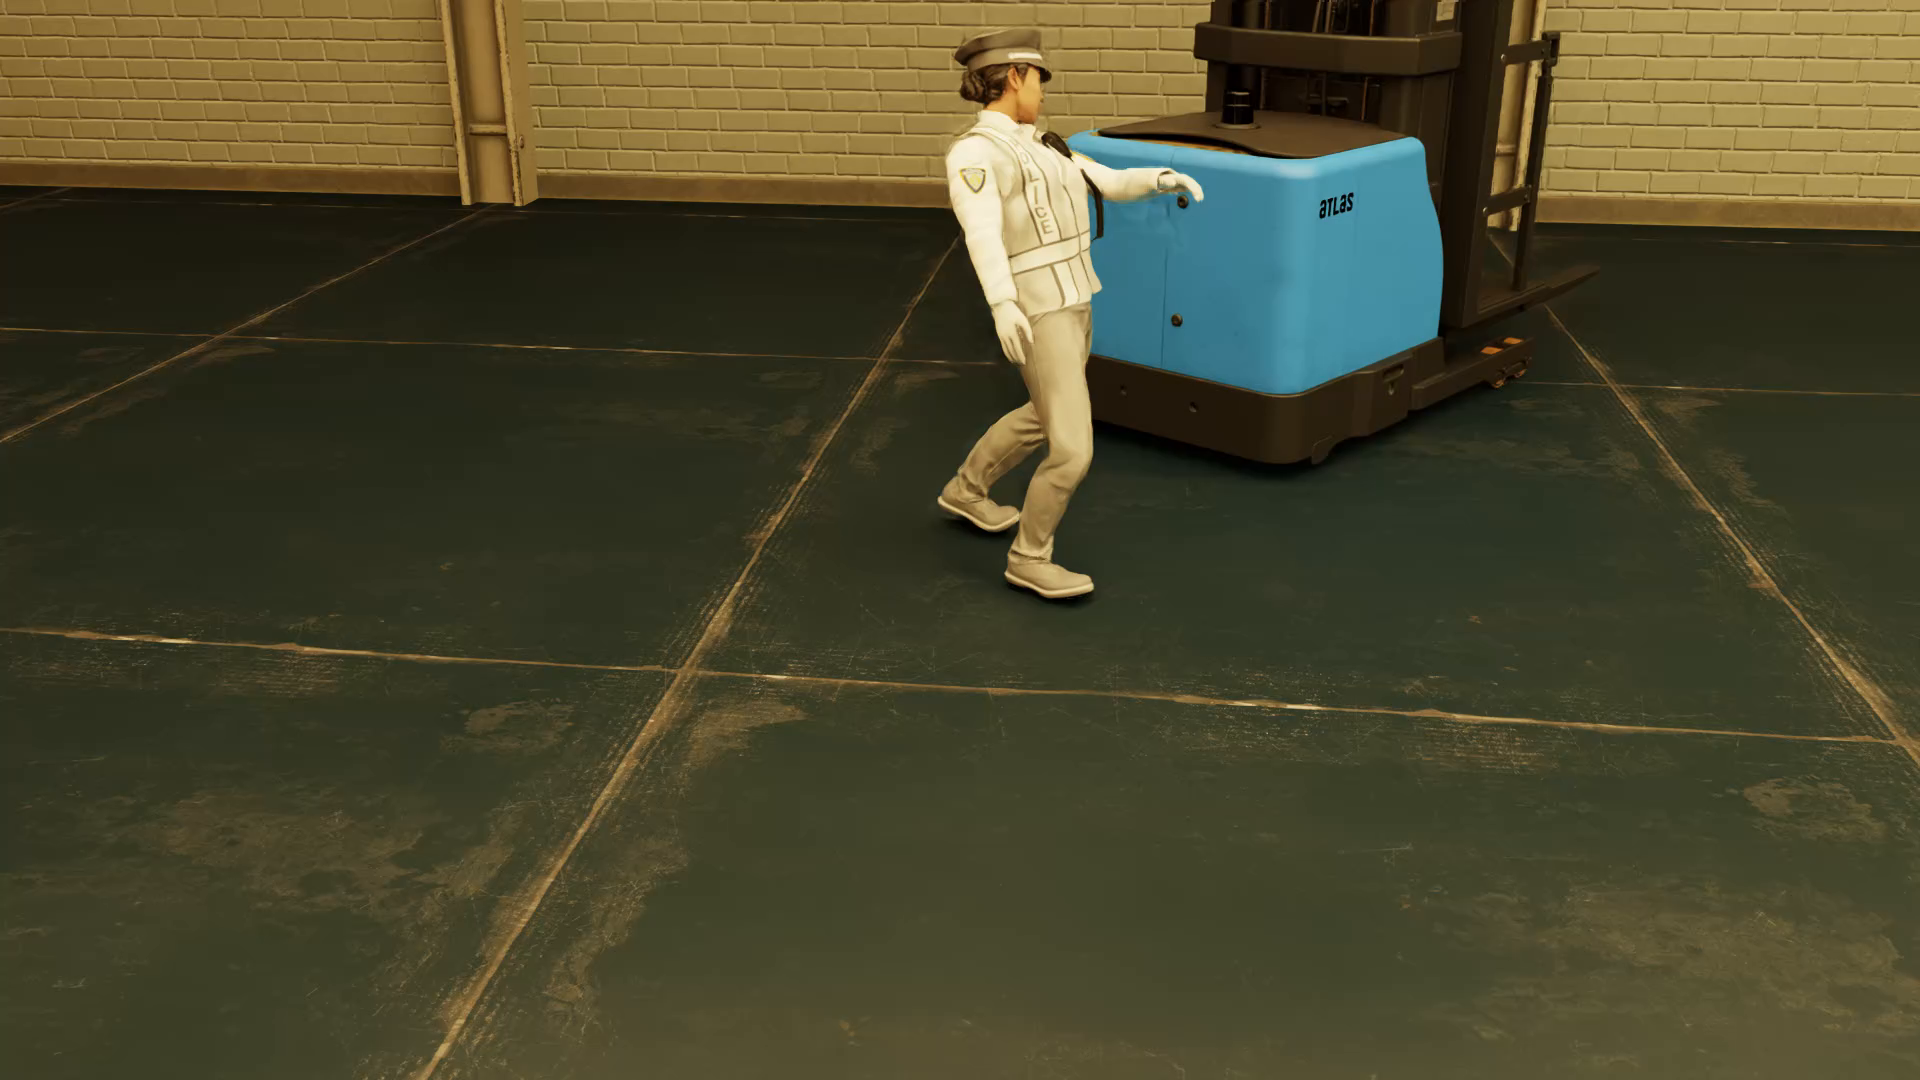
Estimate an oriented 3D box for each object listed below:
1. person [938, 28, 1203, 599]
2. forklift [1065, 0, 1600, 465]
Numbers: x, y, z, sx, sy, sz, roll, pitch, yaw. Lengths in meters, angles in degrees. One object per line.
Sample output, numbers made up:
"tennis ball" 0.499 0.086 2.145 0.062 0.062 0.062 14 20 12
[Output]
"person" 0.247 -0.615 4.629 0.816 1.526 0.774 6 23 15
"forklift" 1.713 -2.083 6.427 1.130 2.935 3.031 19 28 38
